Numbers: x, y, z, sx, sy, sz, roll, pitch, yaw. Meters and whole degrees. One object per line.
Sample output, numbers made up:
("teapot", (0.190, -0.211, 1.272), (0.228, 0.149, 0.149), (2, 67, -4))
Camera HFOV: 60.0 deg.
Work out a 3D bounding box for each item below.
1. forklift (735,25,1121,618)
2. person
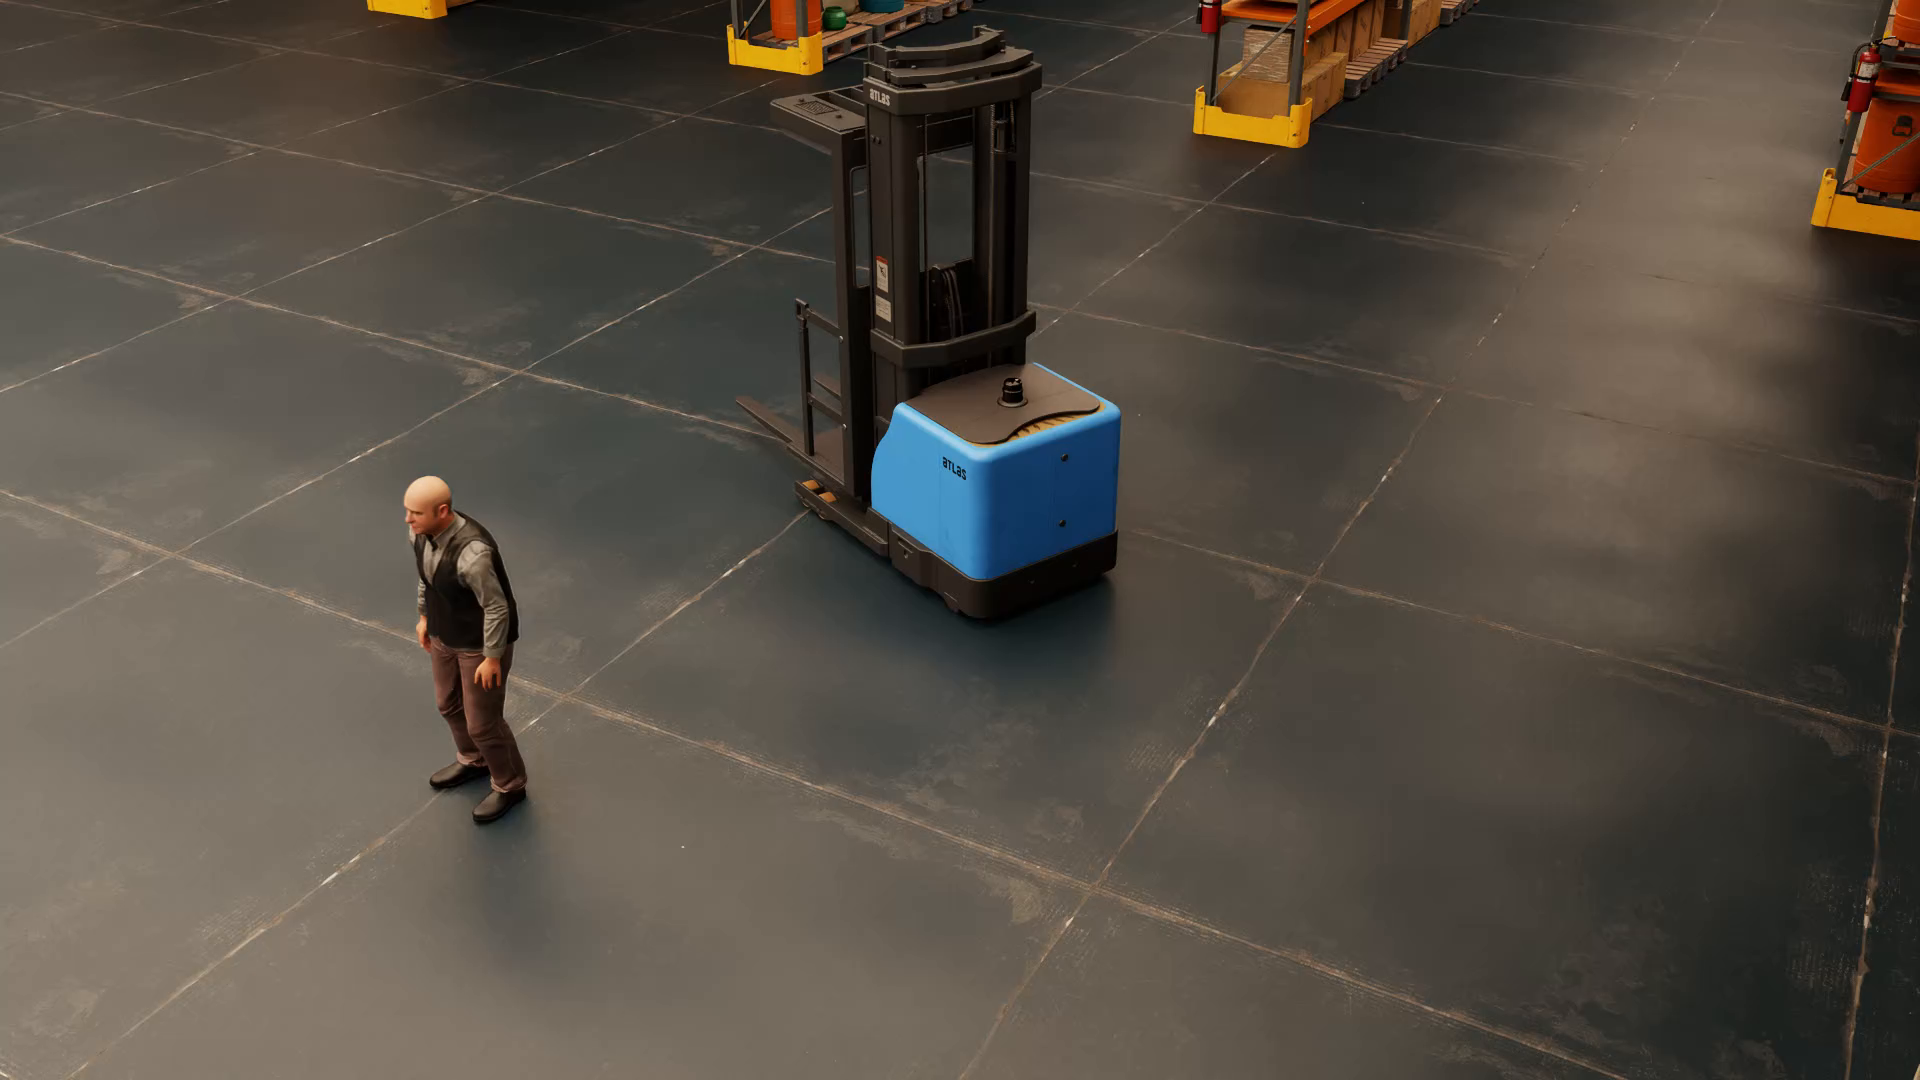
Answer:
("forklift", (-0.366, -1.523, 9.709), (1.130, 2.935, 3.031), (-20, 35, -30))
("person", (-2.212, 0.451, 7.500), (0.589, 1.721, 0.414), (25, 38, 36))
